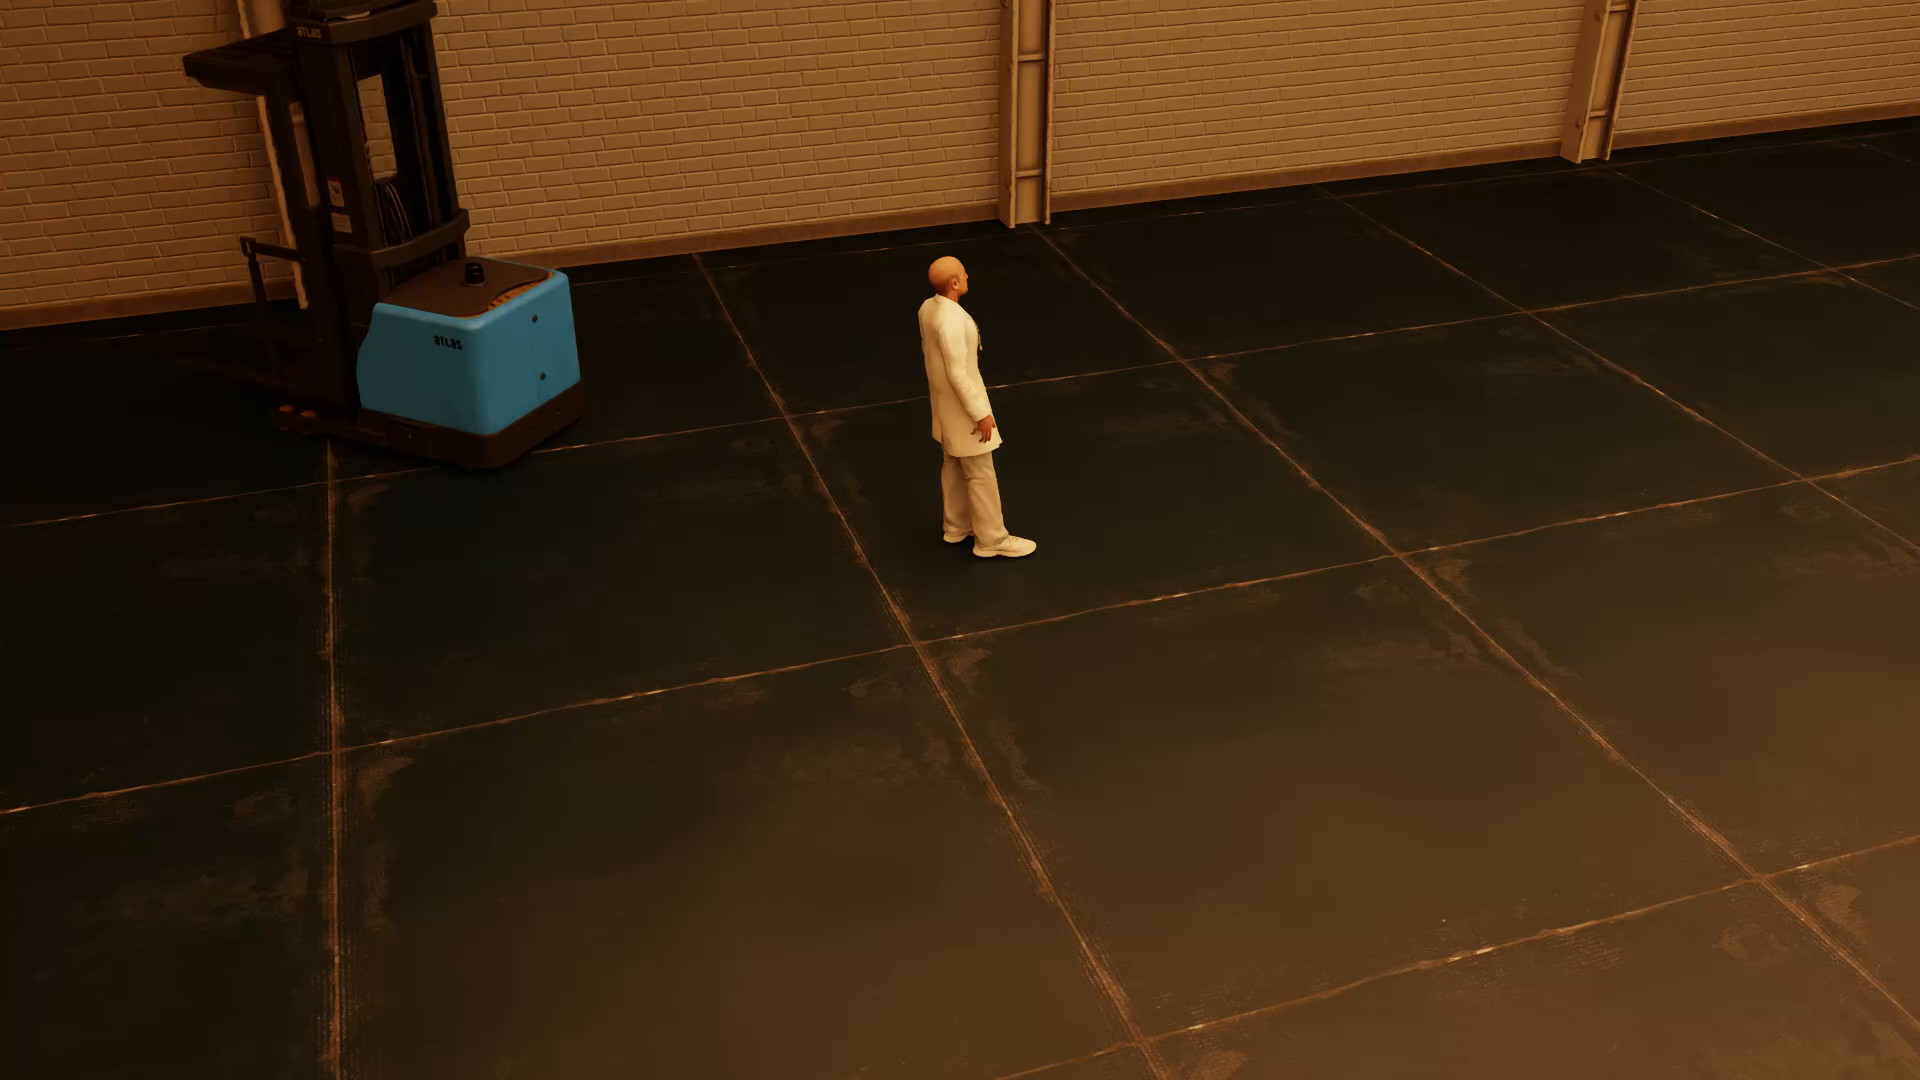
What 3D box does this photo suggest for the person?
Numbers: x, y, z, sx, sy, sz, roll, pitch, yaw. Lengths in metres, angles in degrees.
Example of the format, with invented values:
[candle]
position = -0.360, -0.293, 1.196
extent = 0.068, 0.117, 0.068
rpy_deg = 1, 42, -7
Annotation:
[person]
position = 0.087, -0.789, 9.600
extent = 0.581, 1.776, 0.696
rpy_deg = -10, 31, -16

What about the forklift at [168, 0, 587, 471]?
[forklift]
position = -4.122, -2.199, 10.908
extent = 3.031, 2.935, 1.130
rpy_deg = 13, 32, 21
